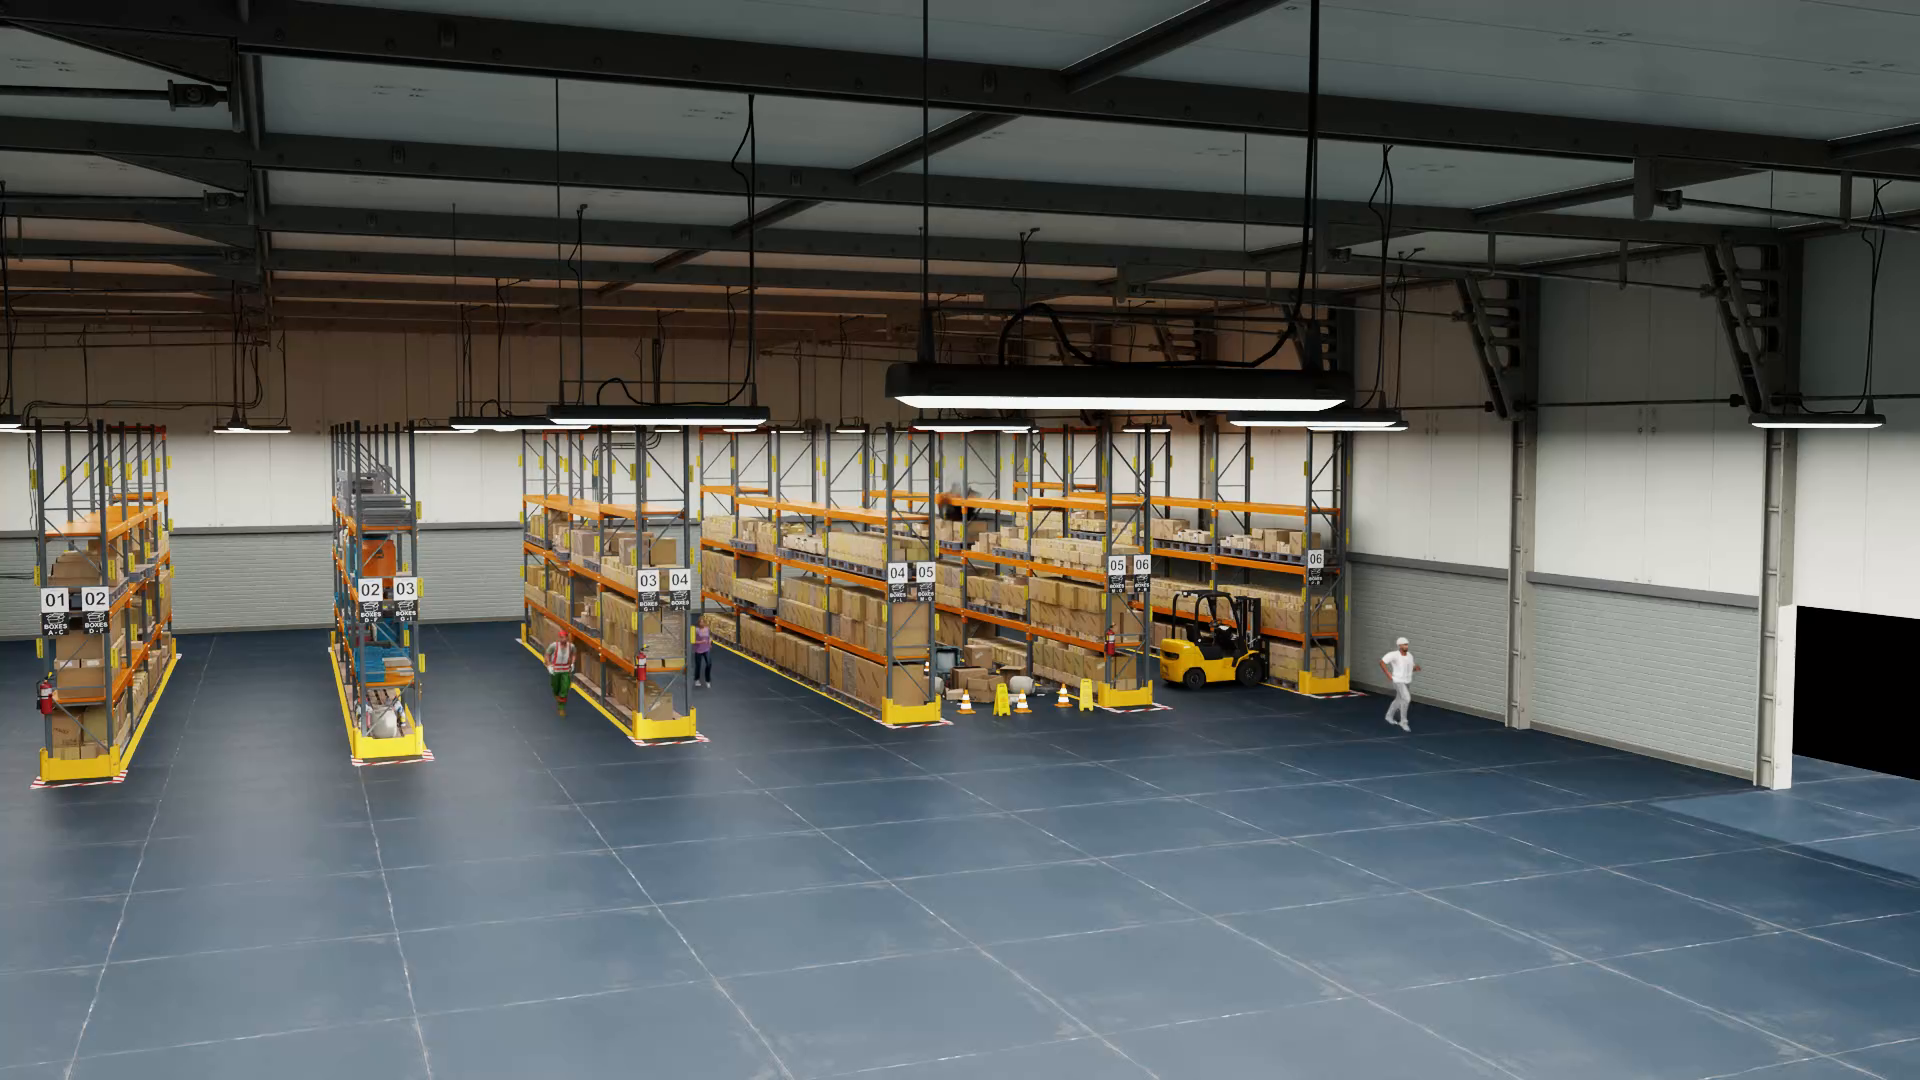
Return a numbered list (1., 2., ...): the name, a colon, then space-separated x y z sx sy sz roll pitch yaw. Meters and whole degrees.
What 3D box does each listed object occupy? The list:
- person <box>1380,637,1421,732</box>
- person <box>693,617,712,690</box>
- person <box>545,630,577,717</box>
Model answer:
1. person: 8.632 2.813 32.522 0.674 1.832 0.785 -3 4 -37
2. person: -5.835 2.566 37.674 0.504 1.638 0.711 -2 4 -26
3. person: -8.241 2.723 34.351 0.664 1.768 0.949 -1 4 -20
